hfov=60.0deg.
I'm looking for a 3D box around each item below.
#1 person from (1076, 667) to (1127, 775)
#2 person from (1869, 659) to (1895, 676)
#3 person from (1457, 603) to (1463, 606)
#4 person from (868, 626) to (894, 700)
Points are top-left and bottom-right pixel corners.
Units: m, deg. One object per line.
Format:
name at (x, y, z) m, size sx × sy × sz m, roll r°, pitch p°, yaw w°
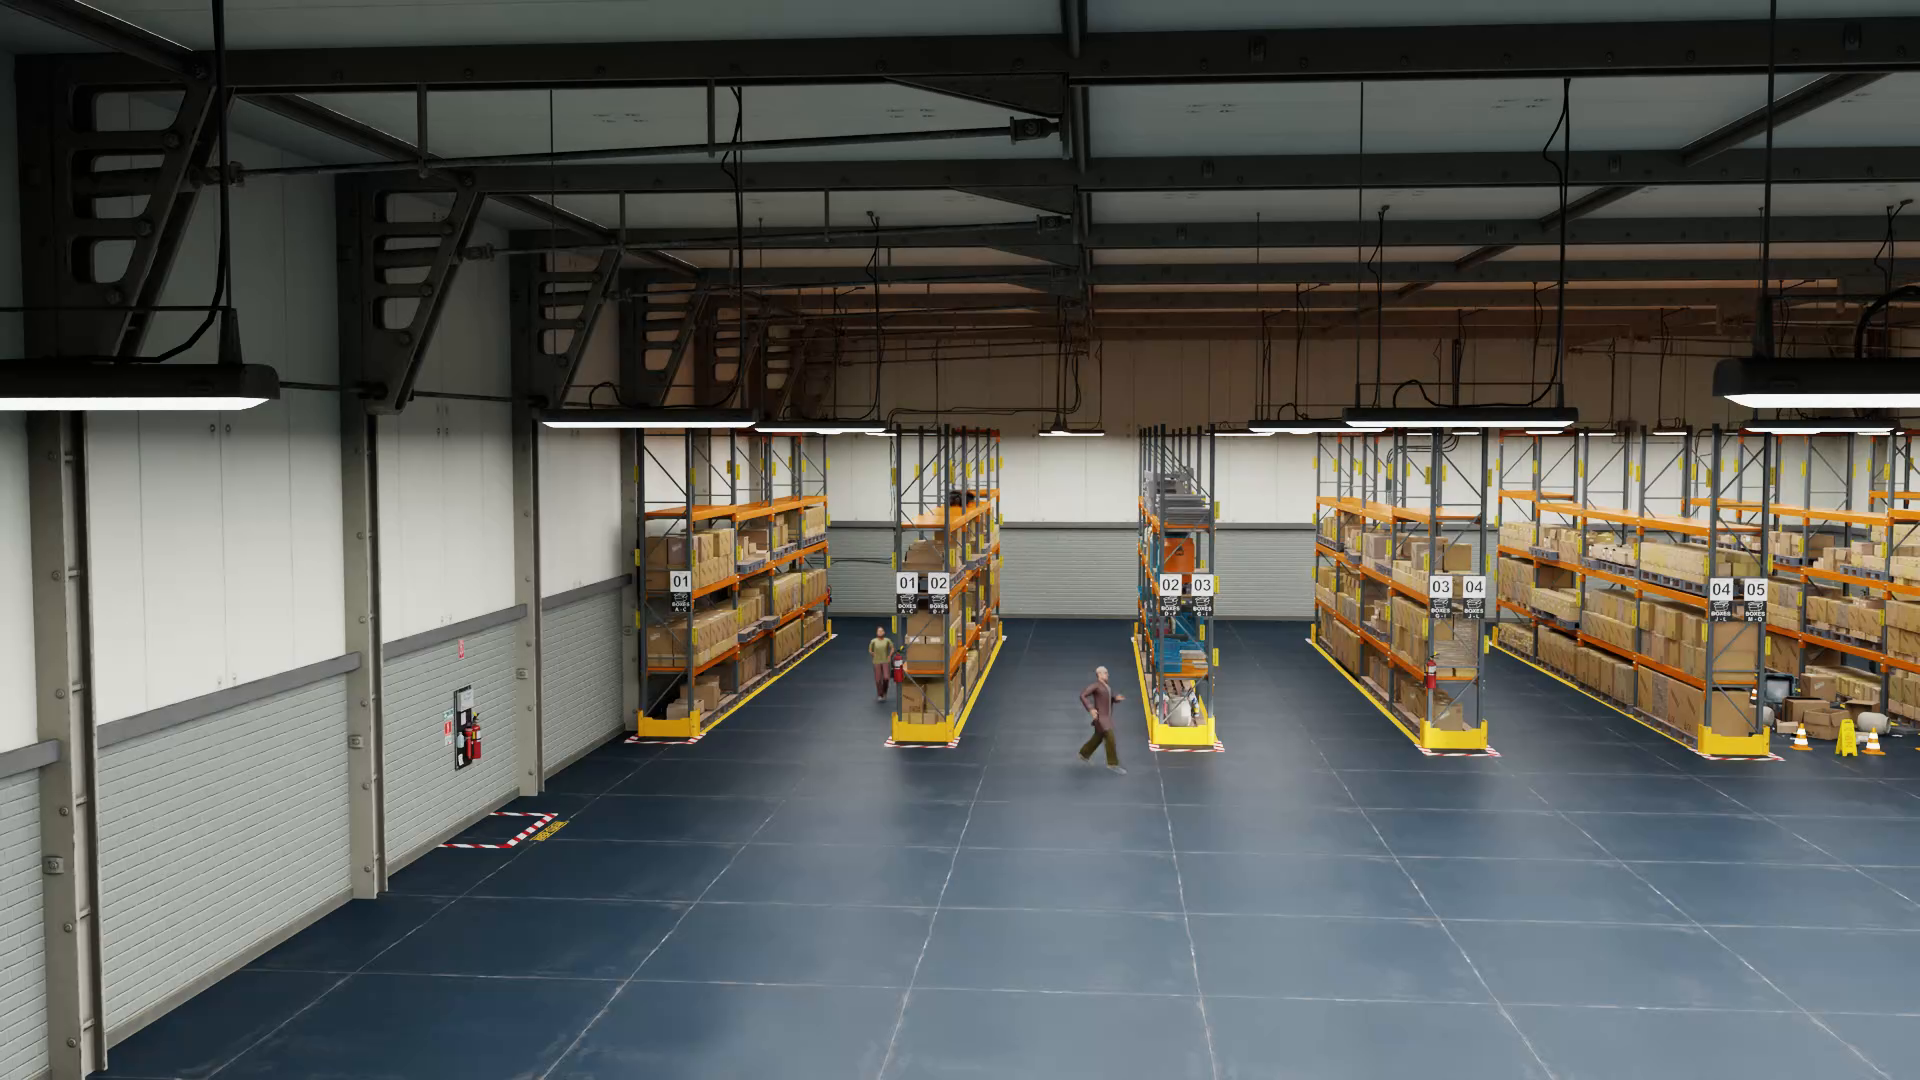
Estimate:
person at (2.433, 3.073, 28.549) m, size 0.988 × 1.808 × 0.687 m, roll 2°, pitch 4°, yaw 25°
person at (21.654, 2.560, 39.100) m, size 0.555 × 1.646 × 0.975 m, roll 0°, pitch 3°, yaw 5°
person at (13.650, 2.042, 46.317) m, size 0.760 × 1.698 × 0.908 m, roll 2°, pitch 4°, yaw 33°
person at (-1.710, 2.693, 36.170) m, size 0.568 × 1.624 × 0.542 m, roll 0°, pitch 3°, yaw -3°
